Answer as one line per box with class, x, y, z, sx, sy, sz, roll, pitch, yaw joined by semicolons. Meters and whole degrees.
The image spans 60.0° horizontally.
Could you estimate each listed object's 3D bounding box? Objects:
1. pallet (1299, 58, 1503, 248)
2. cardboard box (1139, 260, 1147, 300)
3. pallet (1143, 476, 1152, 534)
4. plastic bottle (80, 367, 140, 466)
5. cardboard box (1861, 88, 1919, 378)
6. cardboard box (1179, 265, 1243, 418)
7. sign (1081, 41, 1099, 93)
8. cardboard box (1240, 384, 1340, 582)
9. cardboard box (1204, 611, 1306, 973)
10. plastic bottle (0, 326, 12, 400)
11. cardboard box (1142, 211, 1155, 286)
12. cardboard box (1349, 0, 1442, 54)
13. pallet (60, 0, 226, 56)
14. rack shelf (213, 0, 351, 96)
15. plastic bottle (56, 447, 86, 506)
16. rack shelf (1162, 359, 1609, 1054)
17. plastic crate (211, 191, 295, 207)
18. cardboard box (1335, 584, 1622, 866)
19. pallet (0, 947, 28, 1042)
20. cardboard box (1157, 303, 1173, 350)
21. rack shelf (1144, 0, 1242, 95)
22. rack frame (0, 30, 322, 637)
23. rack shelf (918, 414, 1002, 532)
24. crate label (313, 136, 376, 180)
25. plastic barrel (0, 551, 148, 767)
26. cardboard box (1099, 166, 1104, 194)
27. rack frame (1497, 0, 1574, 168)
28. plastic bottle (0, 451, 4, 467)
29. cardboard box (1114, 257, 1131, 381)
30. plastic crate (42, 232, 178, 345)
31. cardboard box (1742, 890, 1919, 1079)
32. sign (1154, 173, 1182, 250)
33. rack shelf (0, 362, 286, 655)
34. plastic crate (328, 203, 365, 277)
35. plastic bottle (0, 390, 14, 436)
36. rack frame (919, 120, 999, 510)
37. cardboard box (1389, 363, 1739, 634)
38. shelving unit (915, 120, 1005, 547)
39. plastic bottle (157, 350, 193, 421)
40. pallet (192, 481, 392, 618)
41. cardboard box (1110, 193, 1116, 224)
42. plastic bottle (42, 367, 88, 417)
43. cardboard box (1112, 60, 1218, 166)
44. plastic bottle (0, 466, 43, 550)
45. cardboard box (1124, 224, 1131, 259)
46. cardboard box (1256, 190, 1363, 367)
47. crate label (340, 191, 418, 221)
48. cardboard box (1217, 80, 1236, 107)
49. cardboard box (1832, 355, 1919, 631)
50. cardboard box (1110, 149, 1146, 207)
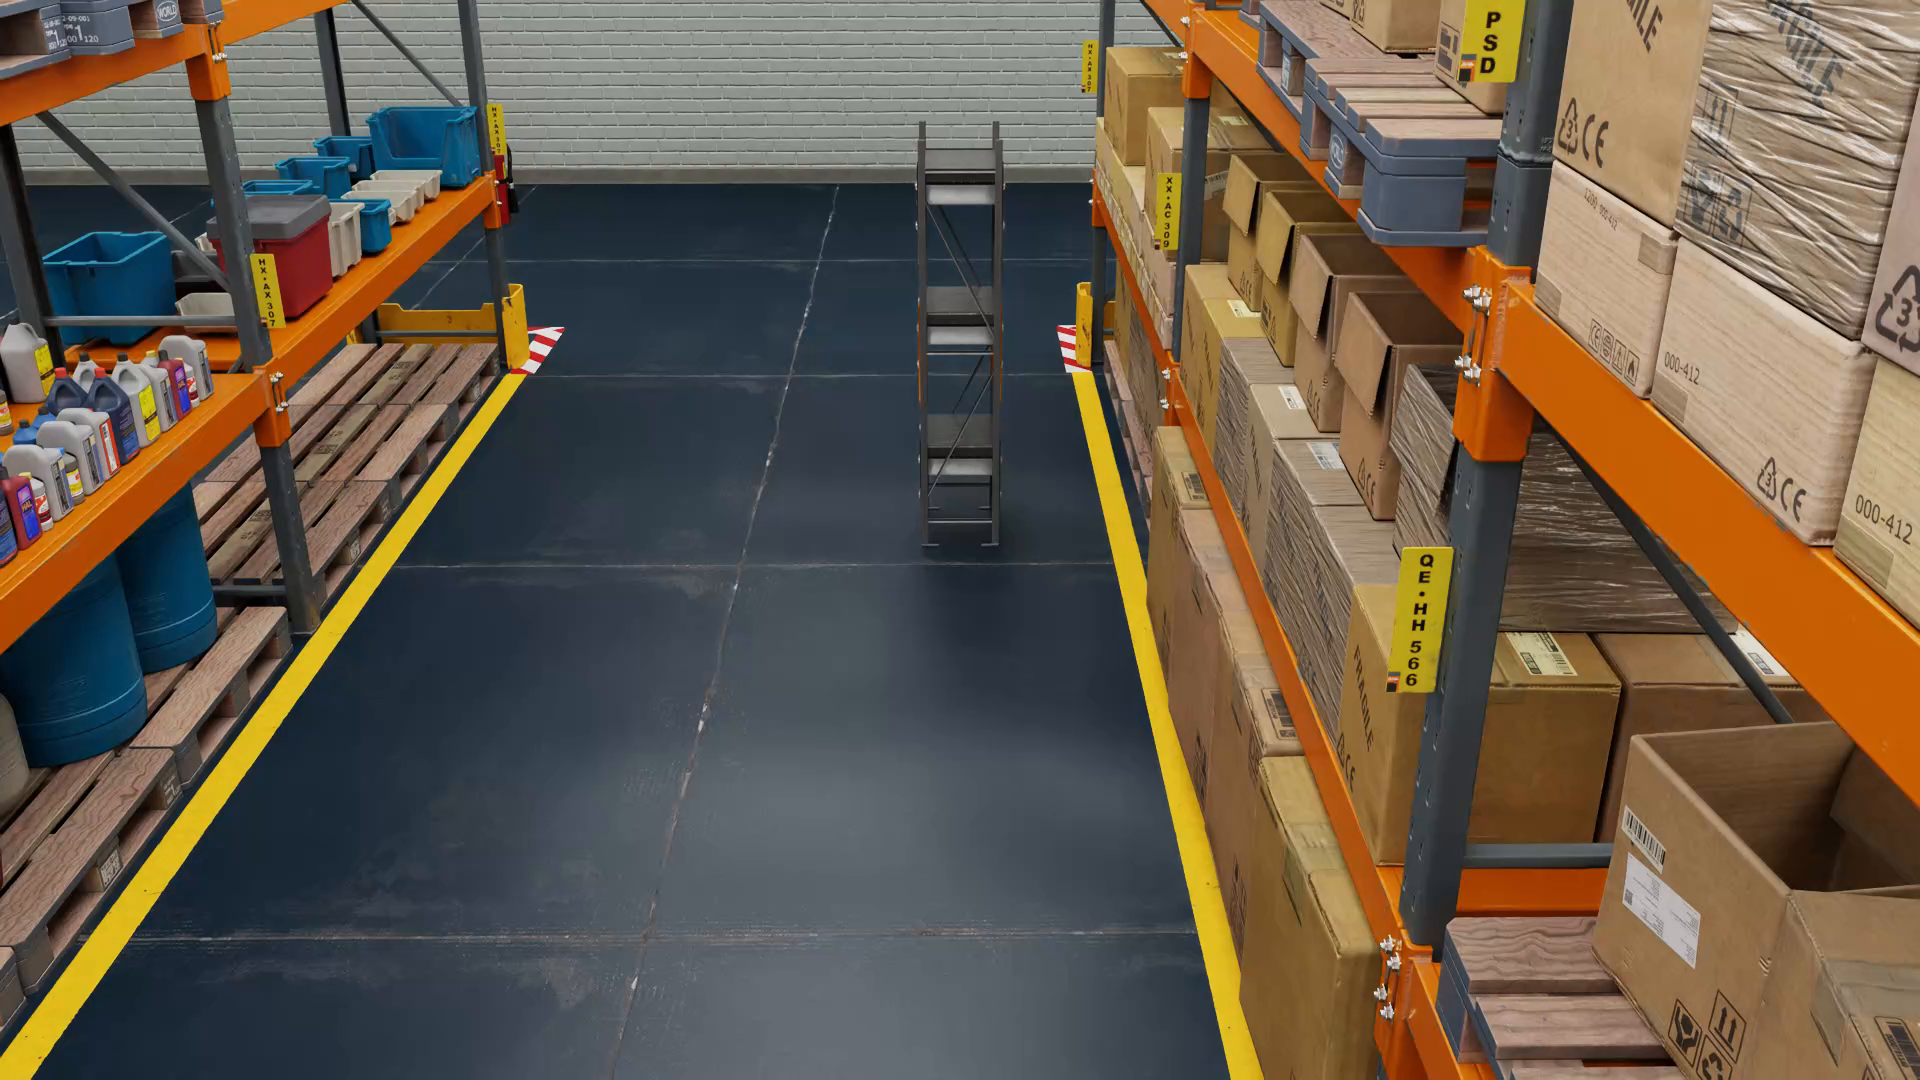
pallet;1.418;-0.859;3.597;1.213;0.211;1.003;1;24;2
cardboard box;1.095;-1.289;8.264;0.380;0.149;0.250;0;24;0
pallet;1.504;-0.004;8.503;1.003;0.211;1.213;0;24;-1
plastic bottle;-3.179;-0.463;6.193;0.144;0.351;0.185;0;24;-1
cardboard box;1.240;-0.342;1.498;0.500;0.500;0.500;-1;24;-2
cardboard box;1.189;-0.816;6.793;0.500;0.500;0.500;0;24;0
sign;0.835;-3.040;10.684;0.100;0.325;0.005;0;24;-1
cardboard box;1.211;-0.190;5.408;0.500;0.500;0.500;0;24;0
cardboard box;1.489;0.812;5.383;1.225;0.875;0.875;0;24;0
plastic bottle;-3.941;-0.733;6.871;0.061;0.283;0.133;0;24;-1
cardboard box;1.159;-1.422;8.076;0.500;0.250;0.500;0;24;1
cardboard box;1.302;-1.523;4.206;0.500;0.500;0.500;1;24;2
pallet;-3.412;-1.897;5.893;1.213;0.211;1.003;0;24;-1
rack shelf;-3.540;-2.802;8.538;1.077;0.370;4.000;0;24;-1
plastic bottle;-3.152;-0.226;5.850;0.097;0.201;0.097;0;24;0
rack shelf;1.456;0.191;5.561;1.077;0.370;4.000;0;24;-1
plastic crate;-3.871;-1.769;9.151;0.416;0.233;0.300;0;24;-1
cardboard box;1.224;0.439;4.017;0.500;0.500;0.500;0;24;1
pallet;-3.525;1.655;4.834;1.003;0.211;1.213;0;24;-1
cardboard box;1.103;-0.971;7.561;0.380;0.149;0.250;0;24;0
rack shelf;1.412;-2.824;8.587;1.077;0.370;4.000;0;24;-1
rack frame;-3.519;-0.939;7.186;1.000;3.000;0.127;0;24;-1
rack shelf;-0.002;-0.375;8.762;0.431;0.518;0.480;0;24;-1
crate label;-3.889;-2.435;10.624;0.416;0.233;0.303;0;24;-1
plastic barrel;-3.522;0.342;6.391;0.600;0.901;0.708;0;24;-1
cardboard box;1.069;-2.241;10.371;0.380;0.149;0.250;-1;24;-1
rack frame;1.478;-2.046;2.354;1.000;3.000;0.127;0;24;-1
plastic bottle;-3.302;-0.202;5.712;0.097;0.271;0.097;0;24;0
cardboard box;1.477;-1.569;10.648;0.875;0.875;0.875;0;24;-1
plastic crate;-3.865;-1.150;7.599;0.392;0.384;0.575;0;24;-1
cardboard box;1.630;0.902;2.484;0.700;0.500;0.500;3;25;7
sign;0.879;-1.388;7.033;0.100;0.325;0.005;0;24;-1
rack shelf;-3.497;0.213;5.512;1.077;0.370;4.000;0;24;-1
plastic crate;-3.351;-1.542;8.591;0.437;0.282;0.530;0;24;-1
plastic bottle;-3.766;-0.513;6.486;0.097;0.201;0.097;0;24;0
rack frame;-0.004;-1.125;8.690;0.400;2.100;0.015;0;24;-1
cardboard box;1.486;-0.117;4.030;0.797;0.503;0.637;1;24;1
shelving unit;-0.002;-1.025;8.468;0.431;2.100;0.503;0;24;-1
plastic bottle;-3.143;-0.630;6.644;0.061;0.283;0.133;0;24;-1
pallet;-3.565;0.029;8.430;1.003;0.211;1.213;0;24;-1
cardboard box;1.077;-1.924;9.668;0.380;0.149;0.250;-1;24;-2
plastic bottle;-3.324;-0.462;6.192;0.144;0.351;0.185;0;24;-1
cardboard box;1.143;-2.400;9.327;0.500;0.500;0.500;-1;24;-2
plastic bottle;-3.129;-0.120;5.517;0.061;0.283;0.133;0;24;-1
cardboard box;1.087;-1.605;8.964;0.380;0.149;0.250;0;24;0
cardboard box;1.445;-0.918;5.800;0.797;0.503;0.637;0;24;0
crate label;-3.356;-1.925;9.613;0.396;0.136;0.243;0;24;-1
cardboard box;1.658;-2.819;10.253;0.500;0.500;0.500;0;24;0
cardboard box;1.249;0.007;1.637;0.500;0.250;0.500;0;24;1
cardboard box;1.140;-2.056;9.477;0.500;0.250;0.500;-1;24;-2
